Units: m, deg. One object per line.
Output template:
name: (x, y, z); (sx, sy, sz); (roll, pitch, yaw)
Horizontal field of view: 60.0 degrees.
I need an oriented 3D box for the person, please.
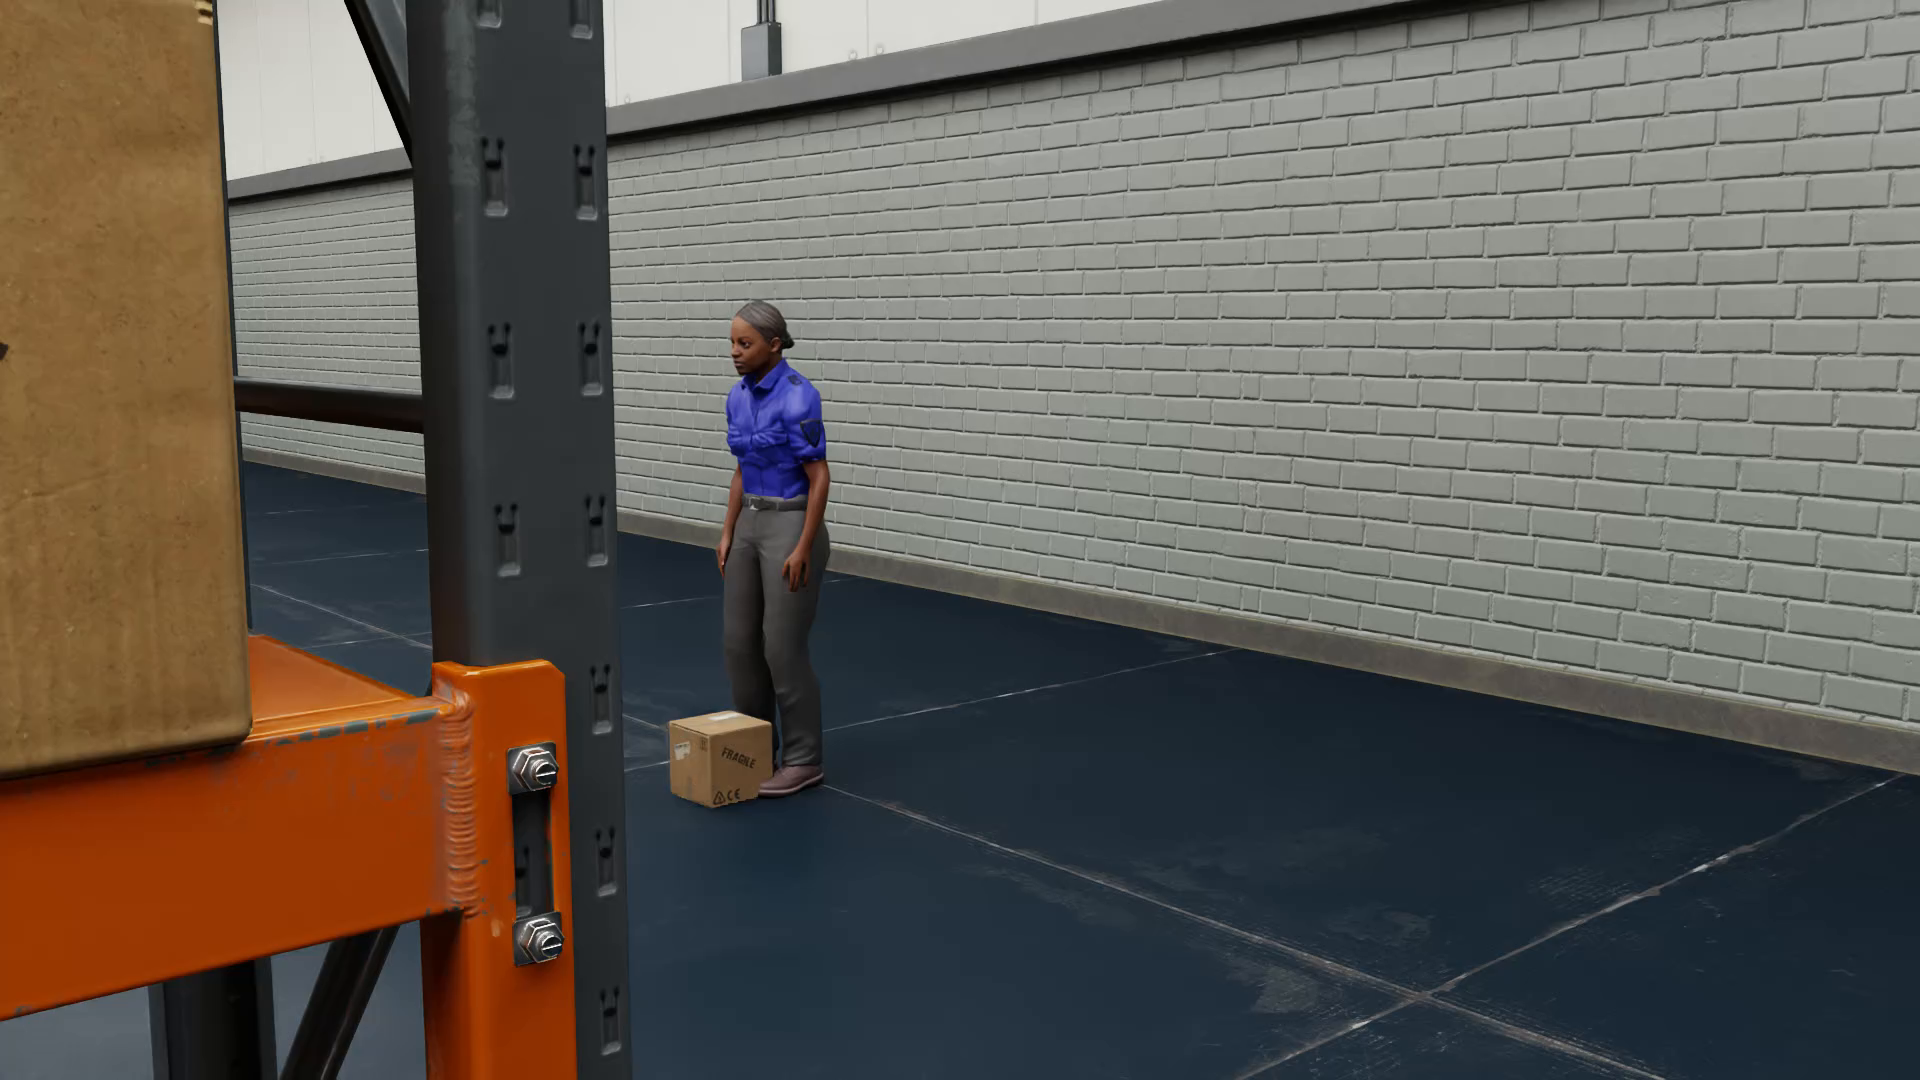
person: (-0.649, 0.017, 5.672); (0.348, 1.655, 0.505); (-7, 10, -43)
